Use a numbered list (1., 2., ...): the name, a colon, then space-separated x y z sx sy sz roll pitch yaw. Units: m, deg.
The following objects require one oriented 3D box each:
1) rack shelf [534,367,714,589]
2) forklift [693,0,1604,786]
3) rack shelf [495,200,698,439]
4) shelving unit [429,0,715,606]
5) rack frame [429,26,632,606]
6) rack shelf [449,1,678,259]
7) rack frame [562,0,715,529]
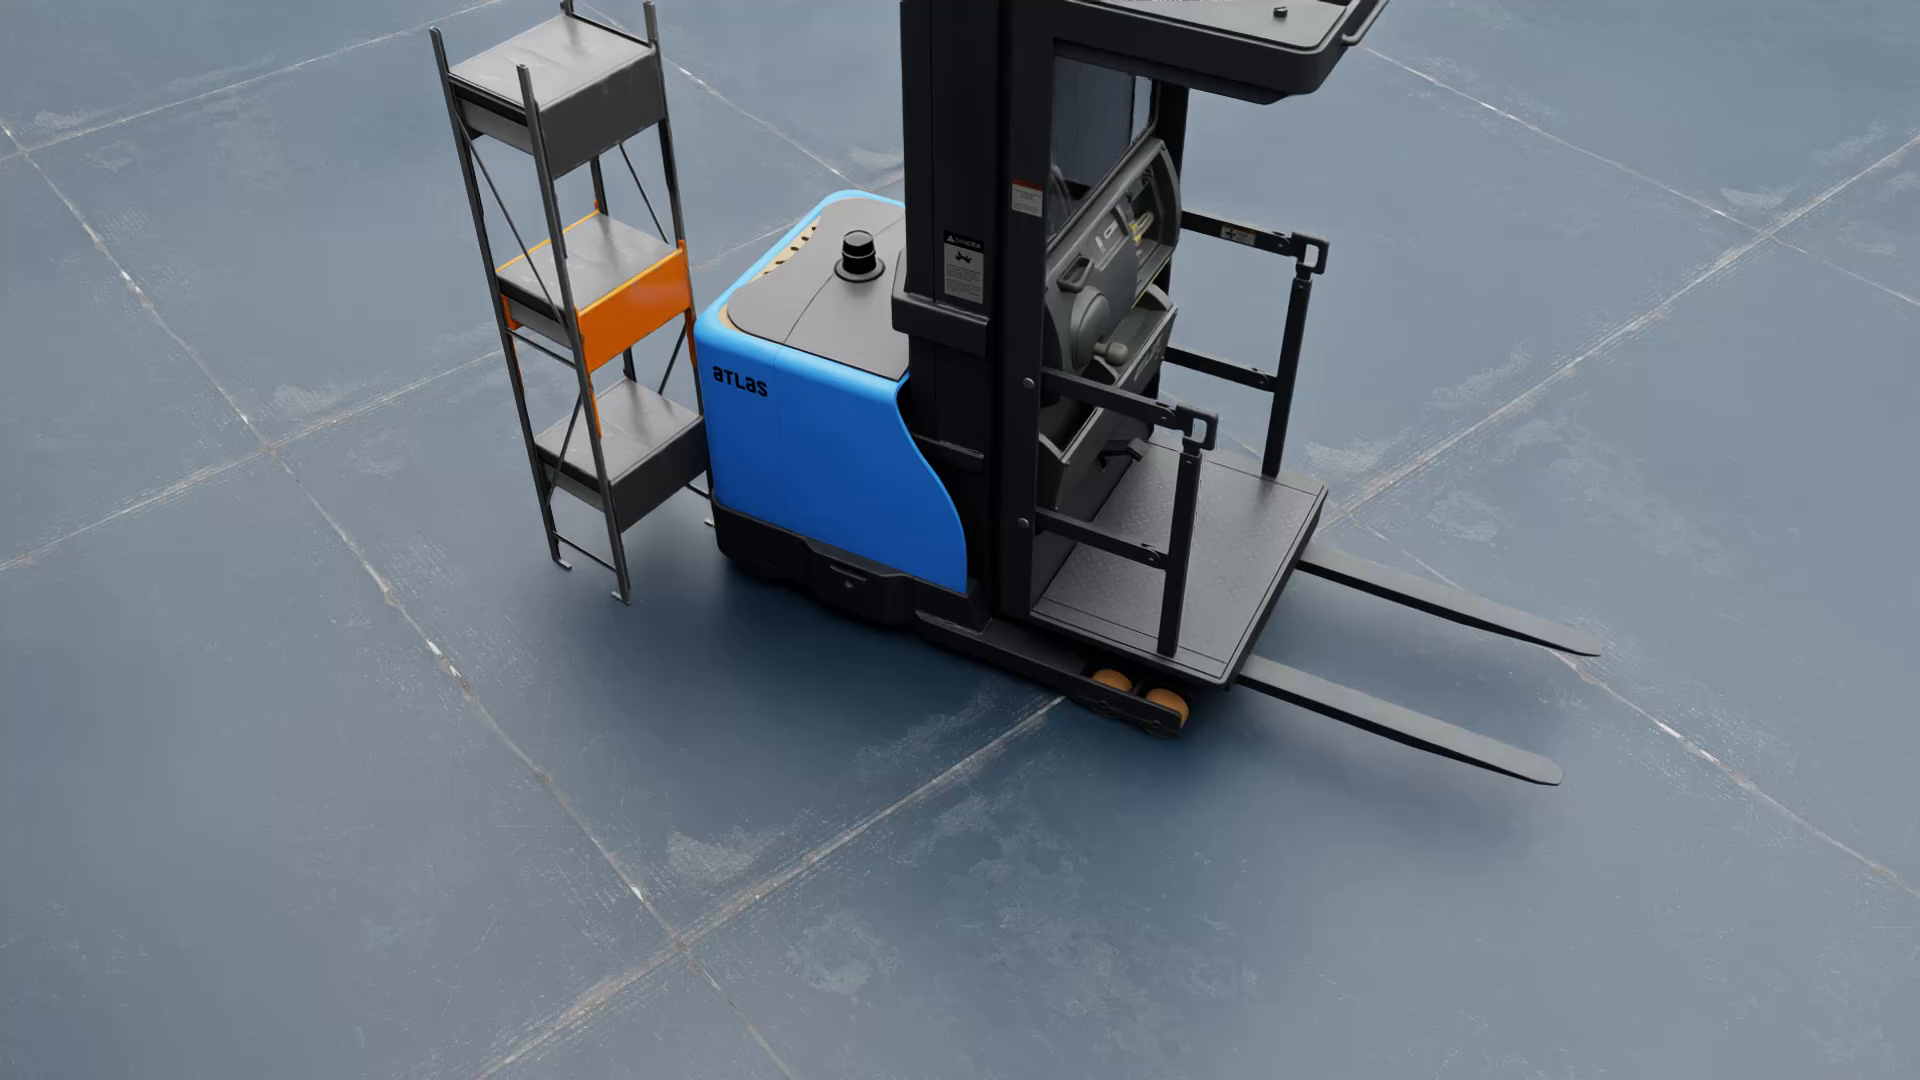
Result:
1. rack shelf: -1.202 -0.227 6.000 0.431 0.518 0.480 27 50 26
2. forklift: 0.654 -0.828 4.991 3.031 2.935 1.130 19 47 19
3. rack shelf: -1.202 -0.737 5.521 0.431 0.518 0.480 27 50 26
4. shelving unit: -1.202 -0.747 5.512 0.431 2.100 0.503 27 50 26
5. rack frame: -1.349 -0.614 5.370 0.400 2.100 0.015 27 50 26
6. rack shelf: -1.202 -1.247 5.042 0.431 0.518 0.480 27 50 26
7. rack frame: -1.055 -0.880 5.654 0.400 2.100 0.015 27 50 26
